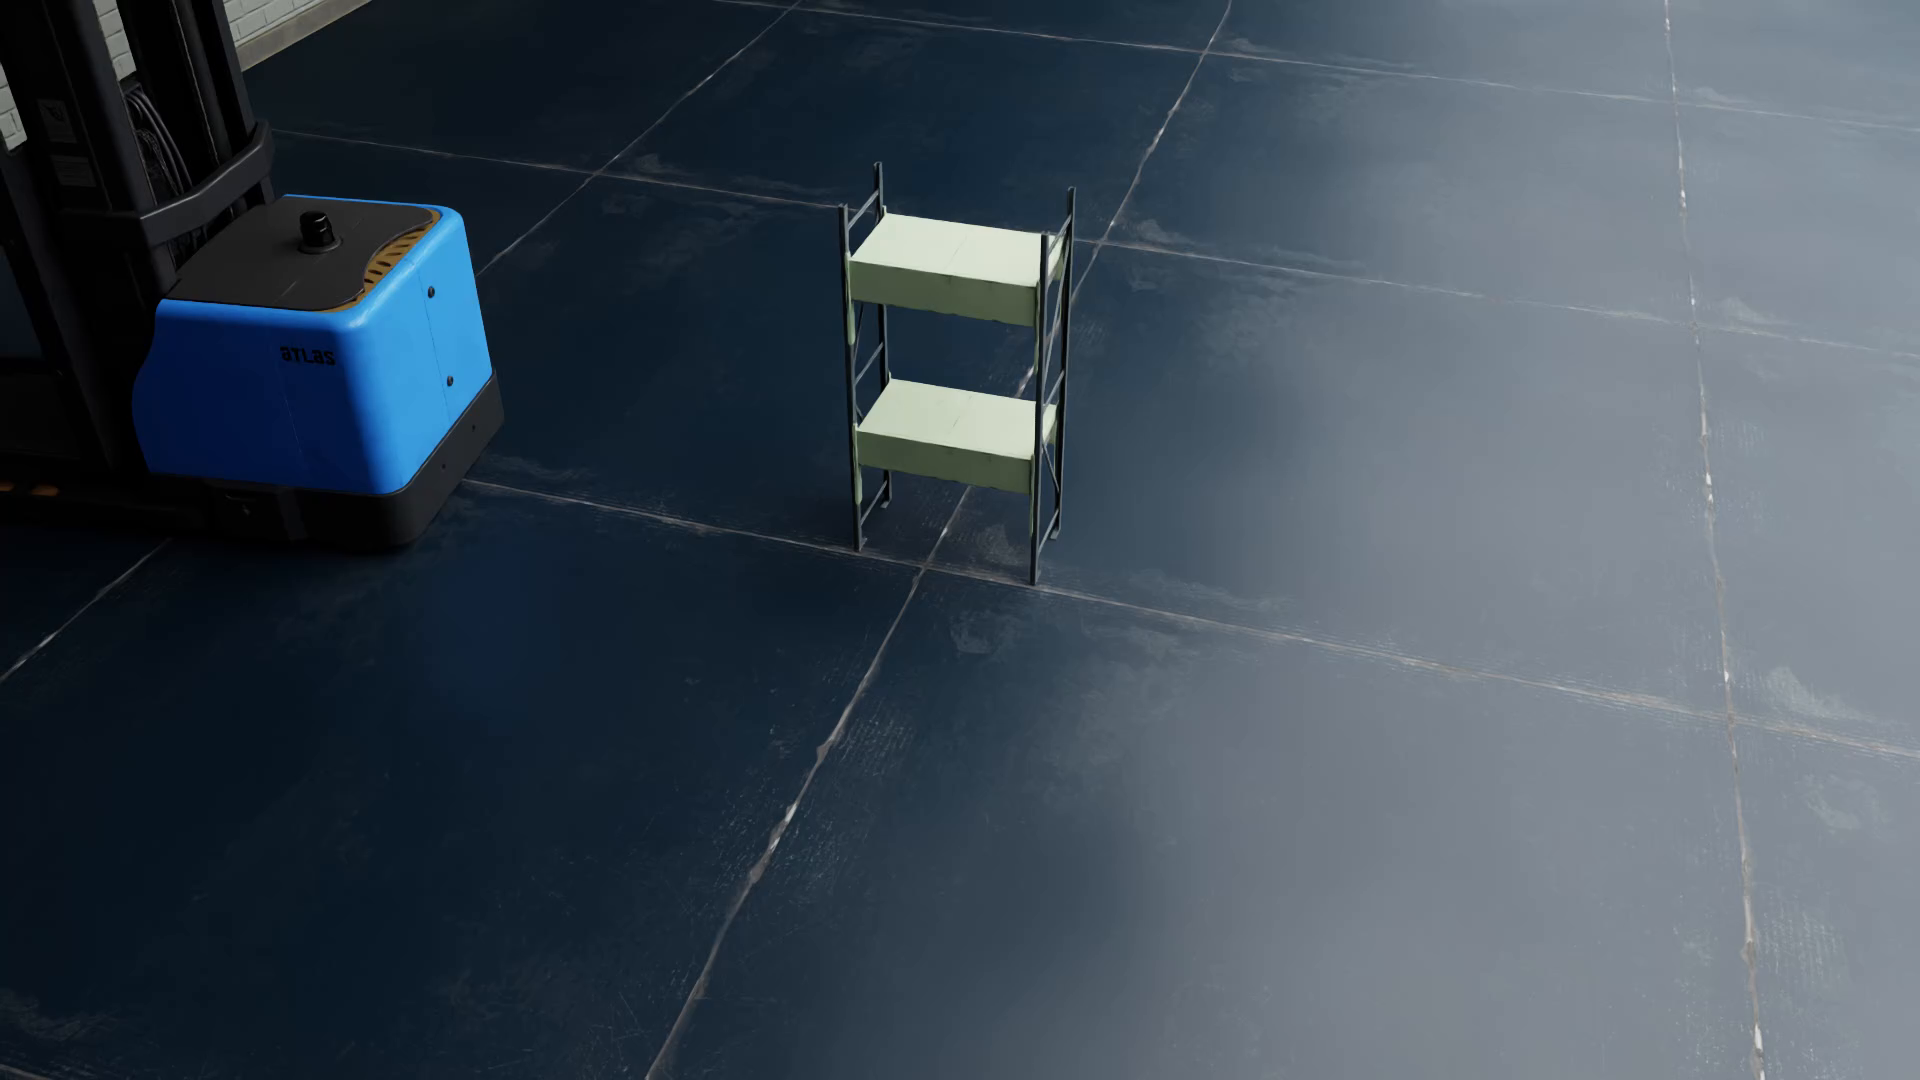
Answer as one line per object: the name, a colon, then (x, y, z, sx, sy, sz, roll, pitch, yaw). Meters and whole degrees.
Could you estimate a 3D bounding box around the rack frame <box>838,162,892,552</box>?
rack frame: (-0.356, -0.670, 6.395, 0.023, 1.500, 0.400, 10, 38, 14)

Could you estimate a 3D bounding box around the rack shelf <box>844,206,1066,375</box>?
rack shelf: (-0.006, -0.919, 6.076, 0.720, 0.370, 0.431, 10, 38, 14)

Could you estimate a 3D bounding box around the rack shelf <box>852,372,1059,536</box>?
rack shelf: (-0.006, -0.343, 6.500, 0.720, 0.370, 0.431, 10, 38, 14)

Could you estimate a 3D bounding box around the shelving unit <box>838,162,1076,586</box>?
shelving unit: (-0.006, -0.605, 6.307, 0.755, 1.500, 0.431, 10, 38, 14)

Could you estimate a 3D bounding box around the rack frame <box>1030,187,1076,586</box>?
rack frame: (0.343, -0.541, 6.219, 0.023, 1.500, 0.400, 10, 38, 14)

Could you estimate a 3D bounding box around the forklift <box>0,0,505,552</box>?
forklift: (-3.578, -1.546, 6.378, 3.031, 2.935, 1.130, 6, 37, 8)
